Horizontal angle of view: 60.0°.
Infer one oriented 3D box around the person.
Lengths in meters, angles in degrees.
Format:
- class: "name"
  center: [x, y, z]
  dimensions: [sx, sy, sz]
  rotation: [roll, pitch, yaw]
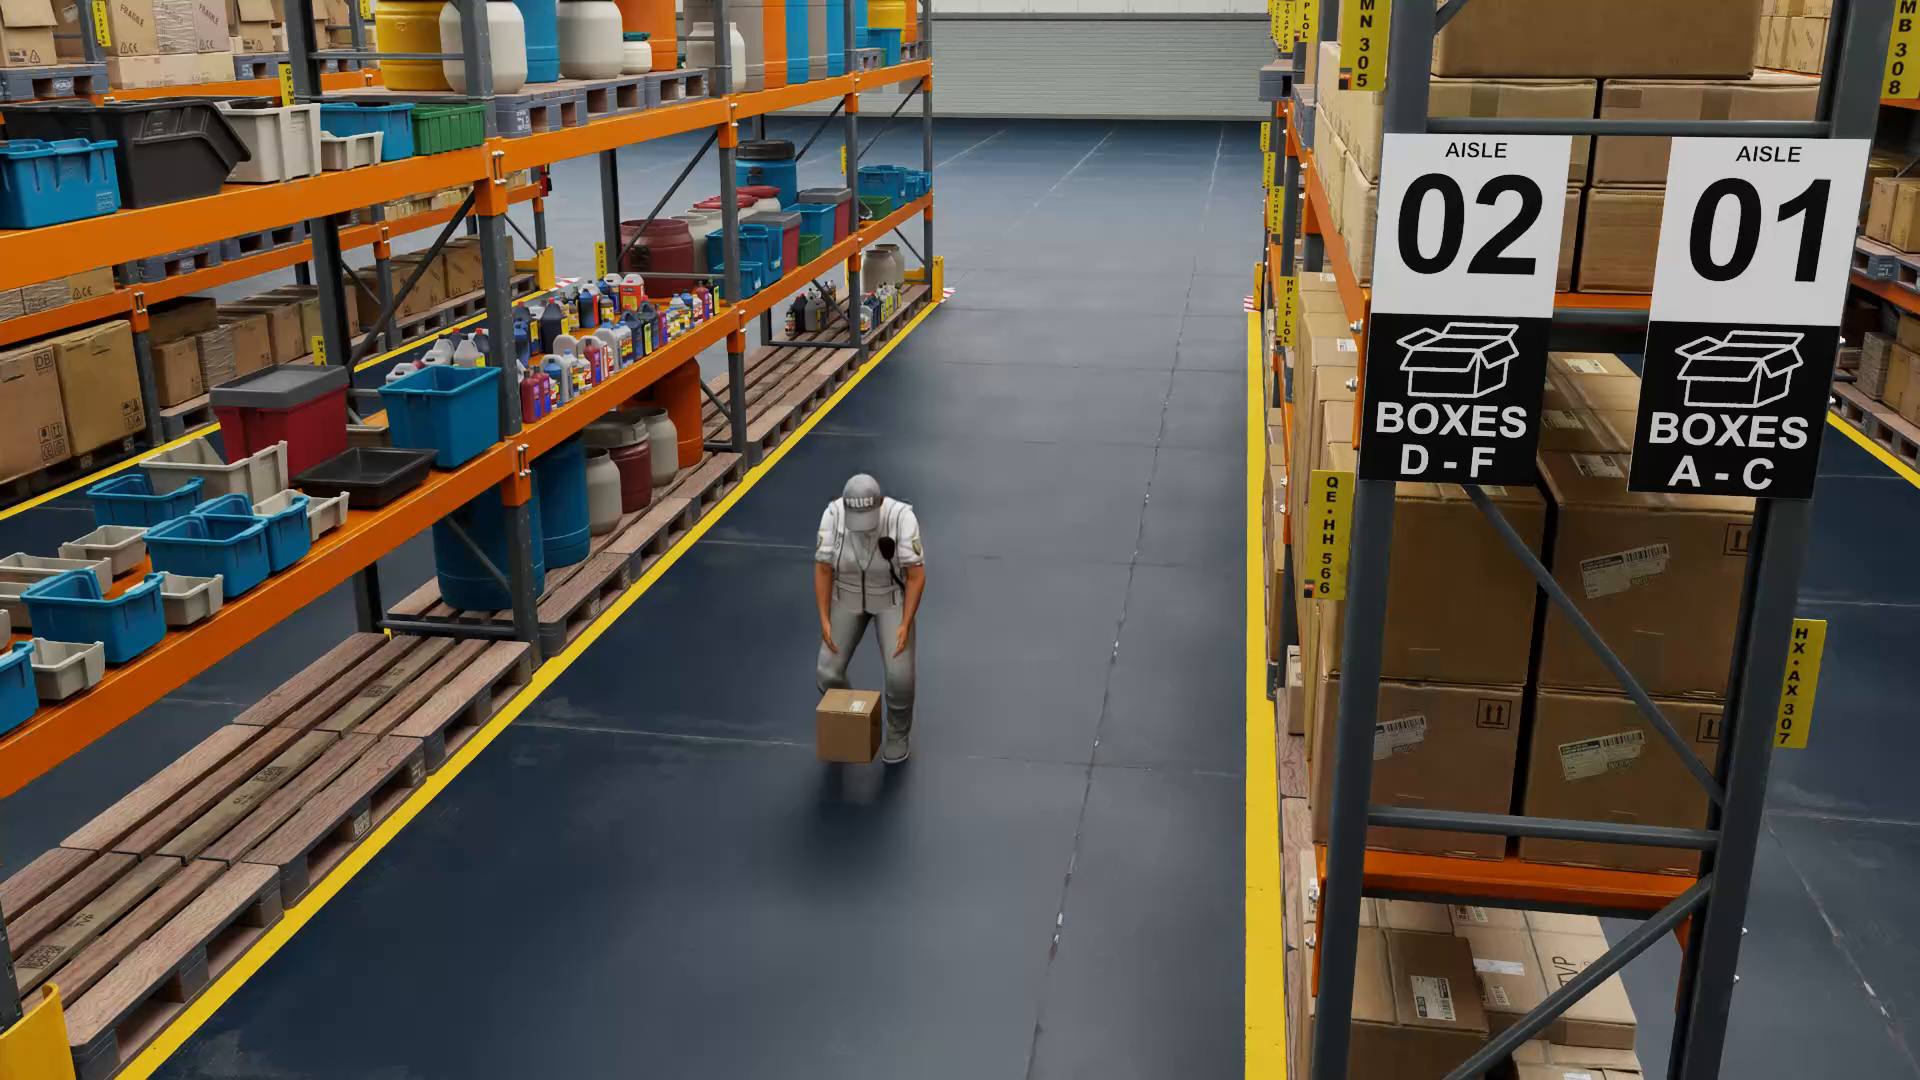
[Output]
- class: "person"
  center: [-0.410, 0.340, 7.861]
  dimensions: [0.530, 1.457, 0.671]
  rotation: [3, 18, 9]
